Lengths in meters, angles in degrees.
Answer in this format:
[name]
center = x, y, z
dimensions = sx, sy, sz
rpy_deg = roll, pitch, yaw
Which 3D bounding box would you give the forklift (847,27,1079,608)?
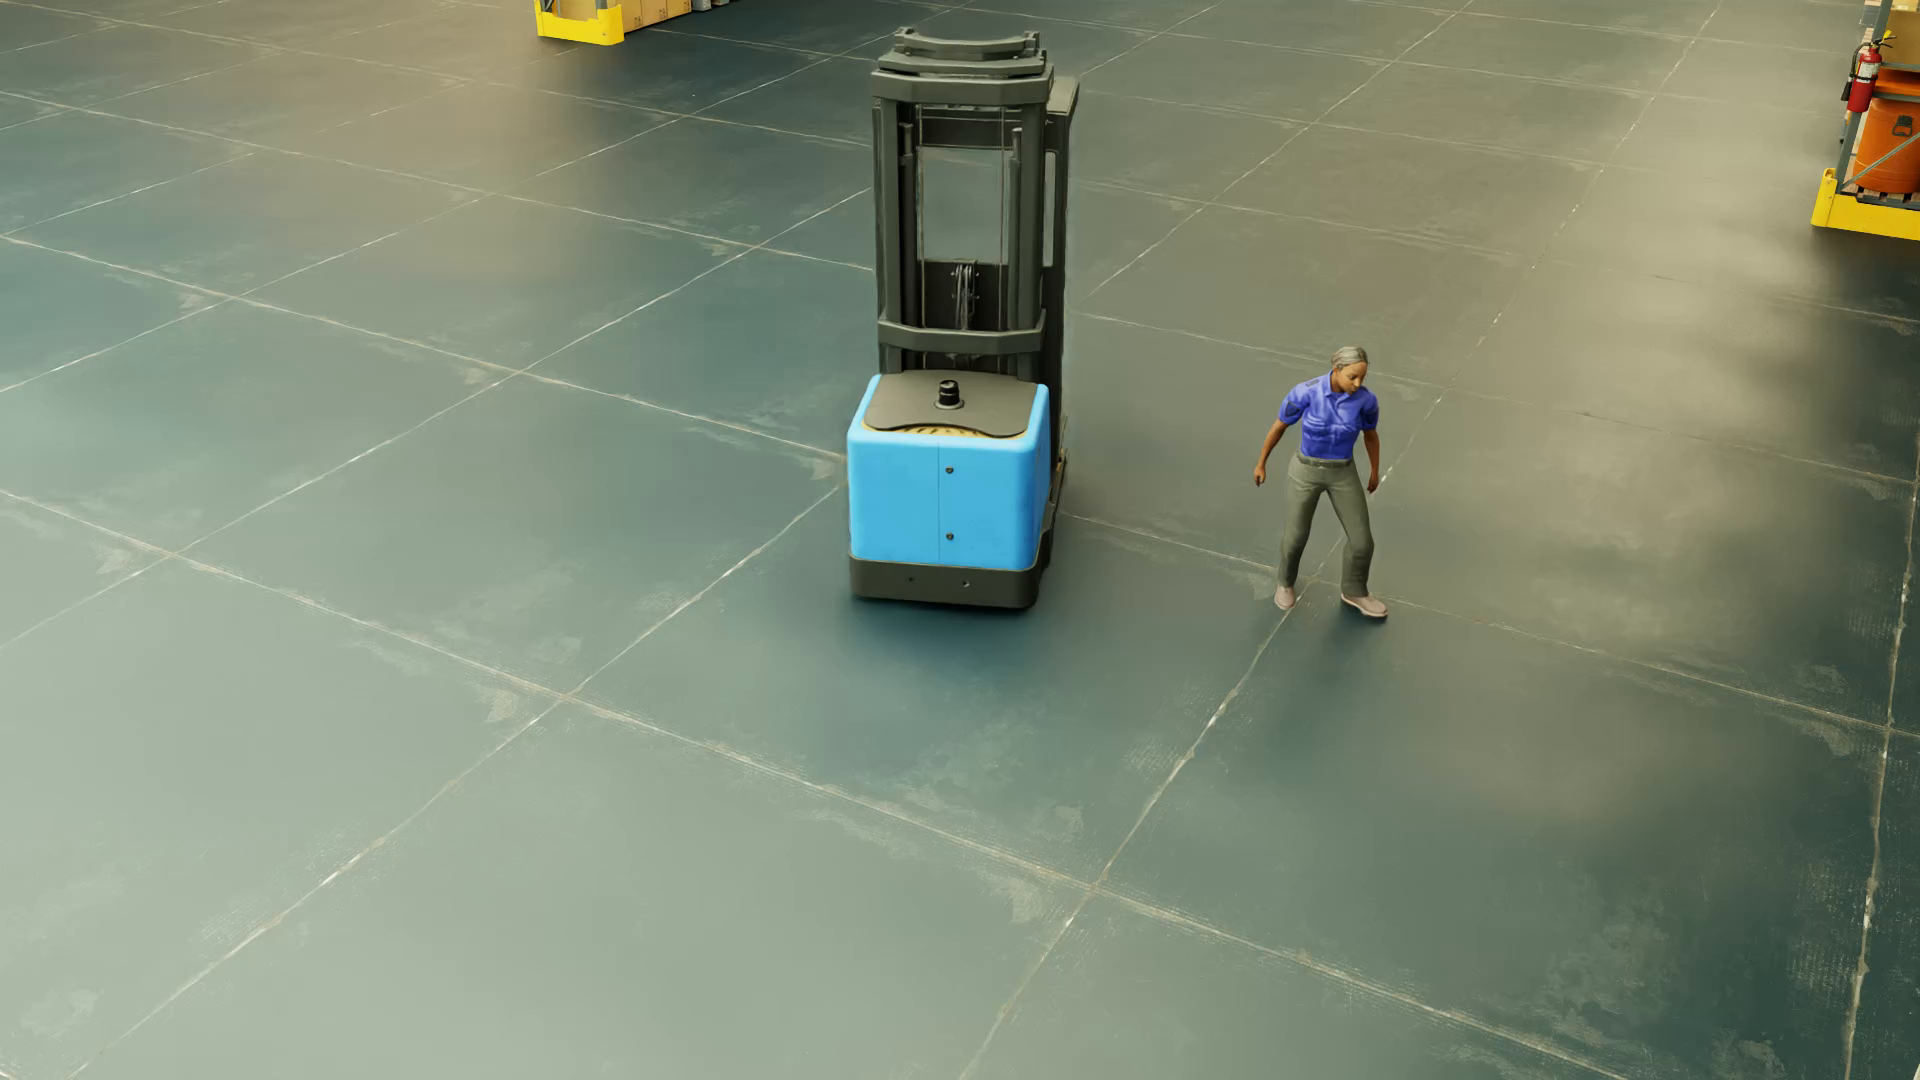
[forklift]
center = 0.093, -1.608, 9.857
dimensions = 1.130, 2.935, 3.031
rpy_deg = 4, 30, 7

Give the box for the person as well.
[person]
center = 1.994, -0.342, 8.996
dimensions = 0.794, 1.626, 0.393
rpy_deg = 2, 30, 3
